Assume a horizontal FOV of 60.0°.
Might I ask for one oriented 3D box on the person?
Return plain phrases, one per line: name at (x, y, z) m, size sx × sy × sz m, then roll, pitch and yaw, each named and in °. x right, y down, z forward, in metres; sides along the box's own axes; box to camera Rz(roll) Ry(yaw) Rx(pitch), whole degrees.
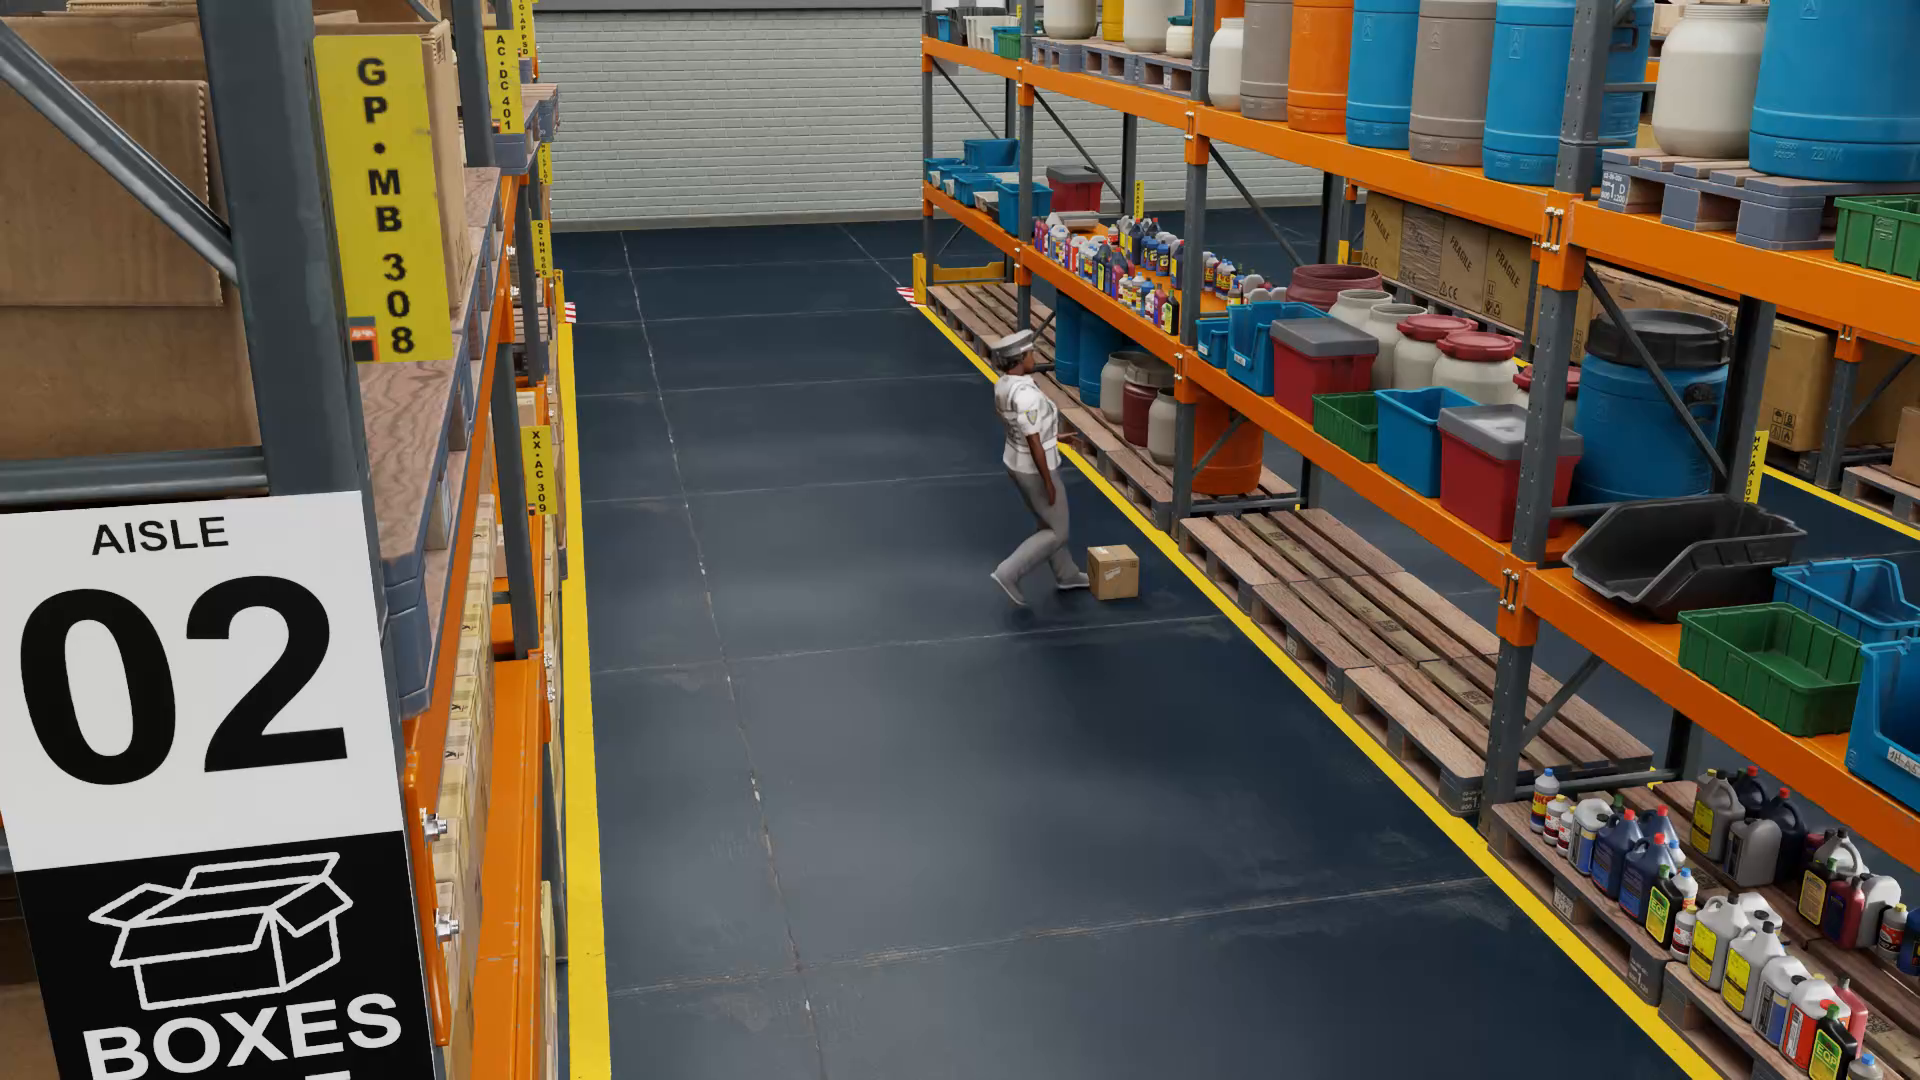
person at (0.513, -0.437, 9.786) m, size 0.789 × 1.624 × 0.525 m, roll -7°, pitch 21°, yaw -19°
